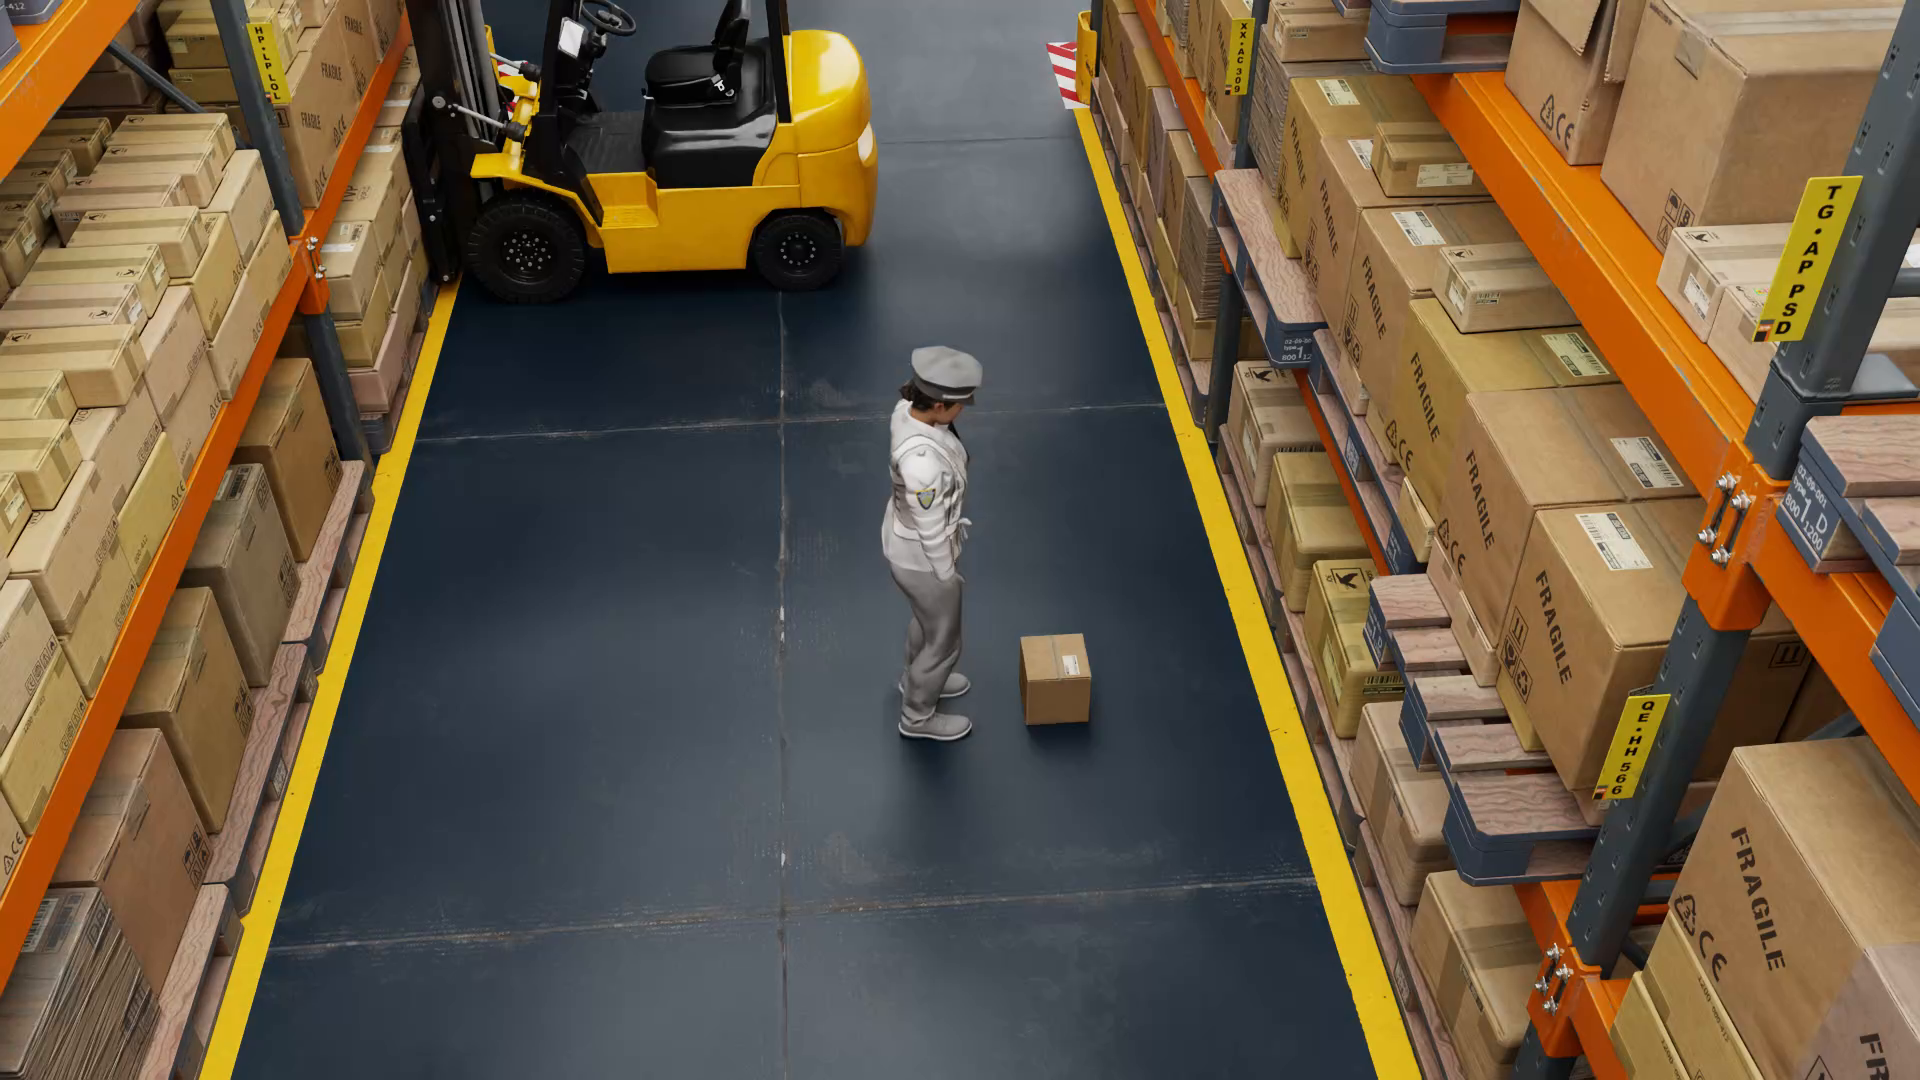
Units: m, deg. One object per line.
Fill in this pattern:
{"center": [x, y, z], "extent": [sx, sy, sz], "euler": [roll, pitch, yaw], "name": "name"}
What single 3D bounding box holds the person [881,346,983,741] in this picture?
{"center": [-0.105, 0.026, 6.139], "extent": [0.366, 1.654, 0.482], "euler": [-2, 39, -3], "name": "person"}
